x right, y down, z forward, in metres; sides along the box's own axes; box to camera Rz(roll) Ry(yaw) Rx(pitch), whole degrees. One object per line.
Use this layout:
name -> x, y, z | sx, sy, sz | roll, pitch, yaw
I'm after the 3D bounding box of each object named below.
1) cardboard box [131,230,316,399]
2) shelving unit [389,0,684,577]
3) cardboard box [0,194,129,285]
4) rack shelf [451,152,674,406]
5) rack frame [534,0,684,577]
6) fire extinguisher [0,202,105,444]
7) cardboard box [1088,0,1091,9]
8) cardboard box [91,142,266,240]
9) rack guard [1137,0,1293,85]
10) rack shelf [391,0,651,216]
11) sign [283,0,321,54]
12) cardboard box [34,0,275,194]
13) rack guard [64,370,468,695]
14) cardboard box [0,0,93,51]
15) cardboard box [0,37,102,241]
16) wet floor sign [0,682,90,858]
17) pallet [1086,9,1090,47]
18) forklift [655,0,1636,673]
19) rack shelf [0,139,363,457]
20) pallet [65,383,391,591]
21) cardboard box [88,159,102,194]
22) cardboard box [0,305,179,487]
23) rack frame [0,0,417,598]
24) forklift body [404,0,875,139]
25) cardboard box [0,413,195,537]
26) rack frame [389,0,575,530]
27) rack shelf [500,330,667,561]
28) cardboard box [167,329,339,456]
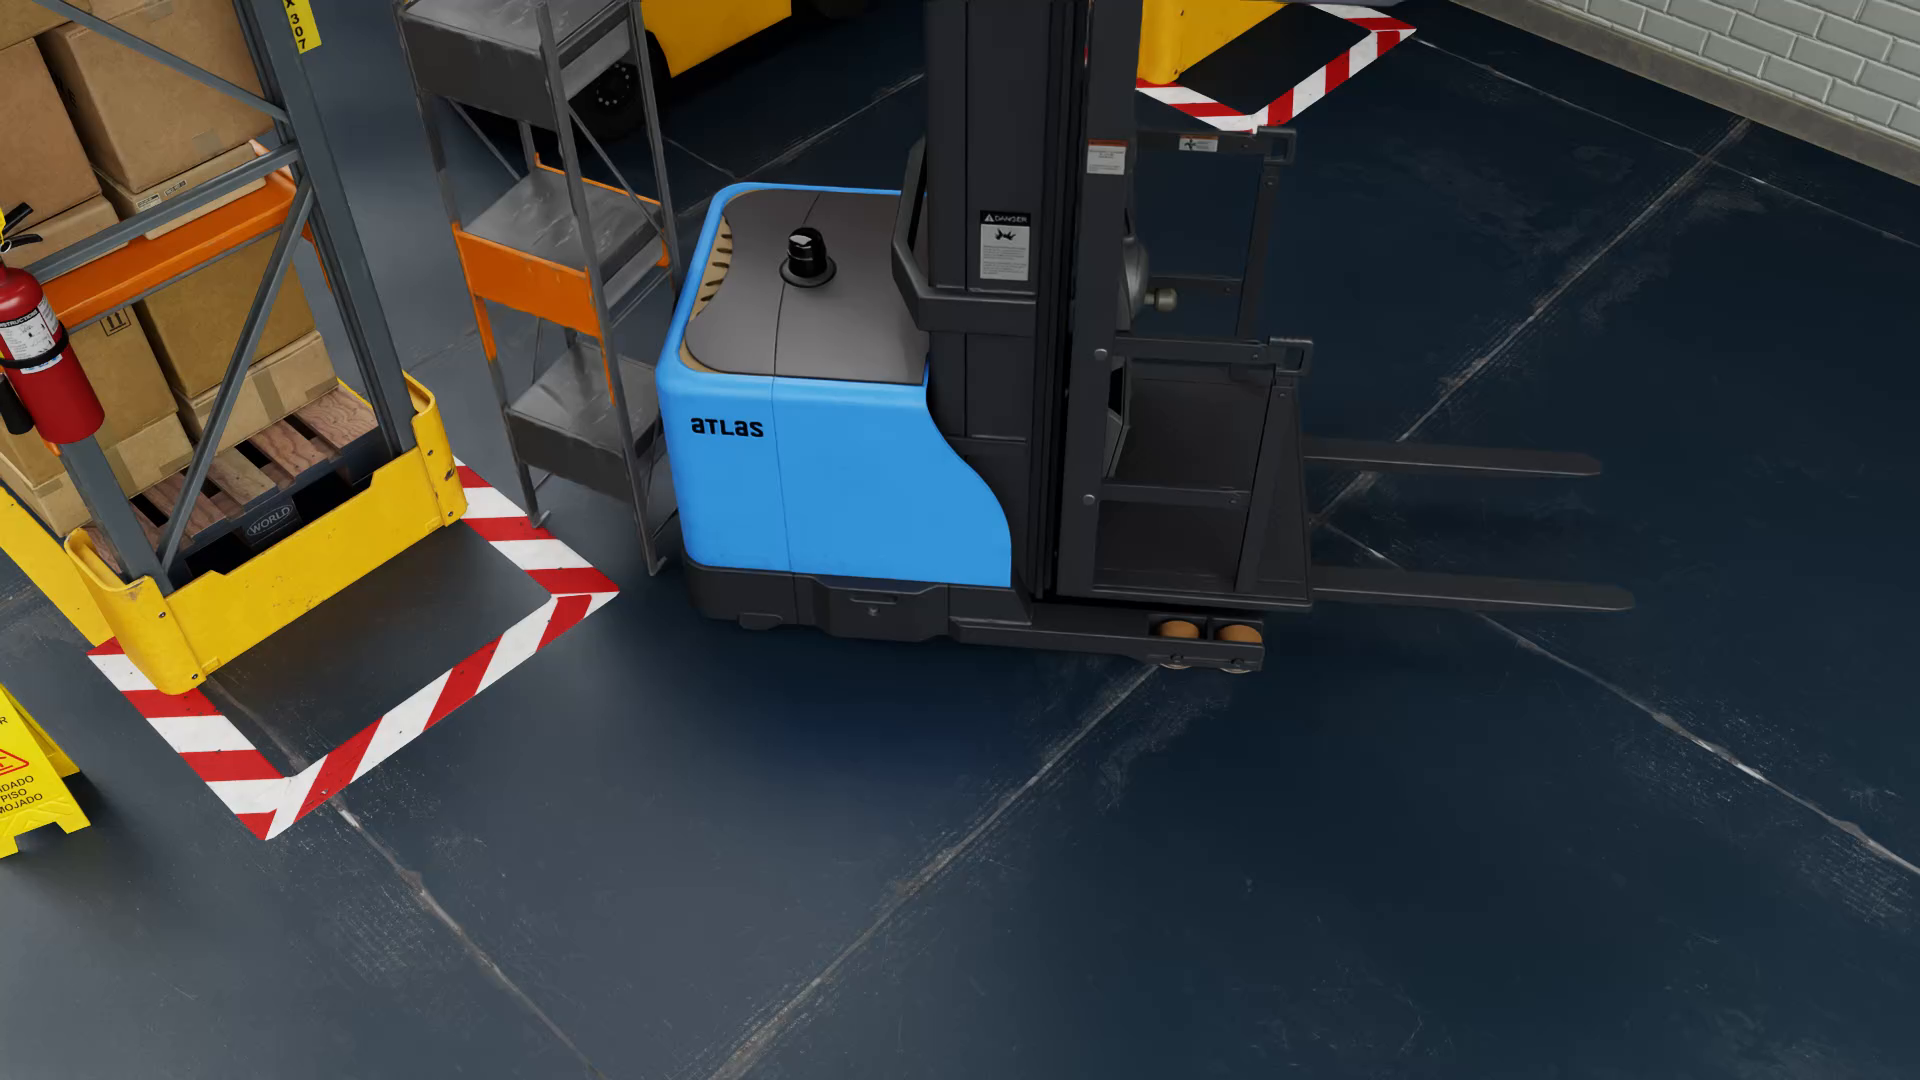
cardboard box -> -2.597, -0.892, 5.614 | 0.500, 0.500, 0.500 | 32, 55, 27
shelving unit -> -1.174, -0.806, 5.067 | 0.503, 2.100, 0.431 | 20, 50, 18
cardboard box -> -2.594, -0.859, 4.671 | 0.250, 0.149, 0.380 | 36, 56, 29
rack shelf -> -1.174, -0.797, 5.077 | 0.480, 0.518, 0.431 | 20, 50, 18
rack frame -> -0.956, -0.726, 4.992 | 0.015, 2.100, 0.400 | 20, 50, 18
fire extinguisher -> -2.403, -0.544, 4.257 | 0.183, 0.674, 0.296 | 34, 55, 28
cardboard box -> 0.630, -2.801, 7.920 | 0.500, 0.250, 0.500 | 34, 56, 28
cardboard box -> -2.283, -1.067, 4.867 | 0.250, 0.149, 0.380 | 34, 55, 28
rack guard -> 1.207, -2.668, 7.912 | 0.348, 0.500, 1.175 | 34, 55, 28
rack shelf -> -1.174, -1.276, 4.566 | 0.480, 0.518, 0.431 | 20, 50, 18
sign -> -1.806, -1.461, 4.471 | 0.005, 0.325, 0.100 | 34, 55, 28
cardboard box -> -2.334, -1.393, 4.728 | 0.500, 0.500, 0.500 | 33, 55, 27
rack guard -> -2.230, -0.056, 5.460 | 0.348, 0.500, 1.175 | 34, 55, 28
cardboard box -> -2.698, -1.488, 4.131 | 0.500, 0.500, 0.700 | 33, 55, 27
cardboard box -> -2.760, -1.131, 4.482 | 0.500, 0.500, 0.500 | 33, 55, 27
wet floor sign -> -2.760, 0.599, 4.745 | 0.267, 0.644, 0.232 | -21, 50, -18
pallet -> 0.599, -2.936, 8.362 | 1.213, 0.211, 1.003 | 34, 55, 28
forklift -> 0.656, -0.983, 4.663 | 3.031, 2.935, 1.130 | 4, 47, 4
rack shelf -> -3.644, -1.617, 5.704 | 4.000, 0.370, 1.077 | 34, 55, 28
pallet -> -2.803, -0.378, 5.960 | 1.213, 0.211, 1.003 | 34, 55, 28
cardboard box -> -2.479, -1.184, 4.977 | 0.250, 0.149, 0.380 | 35, 56, 28
cardboard box -> -2.940, -0.590, 5.330 | 0.500, 0.500, 0.500 | 34, 56, 28
rack frame -> -2.174, -0.874, 4.513 | 0.127, 3.000, 1.000 | 34, 55, 28
forklift body -> -1.441, -3.205, 7.284 | 1.214, 2.155, 2.313 | 34, 55, 28
cardboard box -> -2.968, -0.344, 5.614 | 0.500, 0.250, 0.500 | 34, 55, 28
rack frame -> -1.392, -0.886, 5.142 | 0.015, 2.100, 0.400 | 20, 50, 18
rack shelf -> -1.174, -0.318, 5.587 | 0.480, 0.518, 0.431 | 20, 50, 18
cardboard box -> -2.579, -0.624, 5.876 | 0.500, 0.250, 0.500 | 33, 55, 27
